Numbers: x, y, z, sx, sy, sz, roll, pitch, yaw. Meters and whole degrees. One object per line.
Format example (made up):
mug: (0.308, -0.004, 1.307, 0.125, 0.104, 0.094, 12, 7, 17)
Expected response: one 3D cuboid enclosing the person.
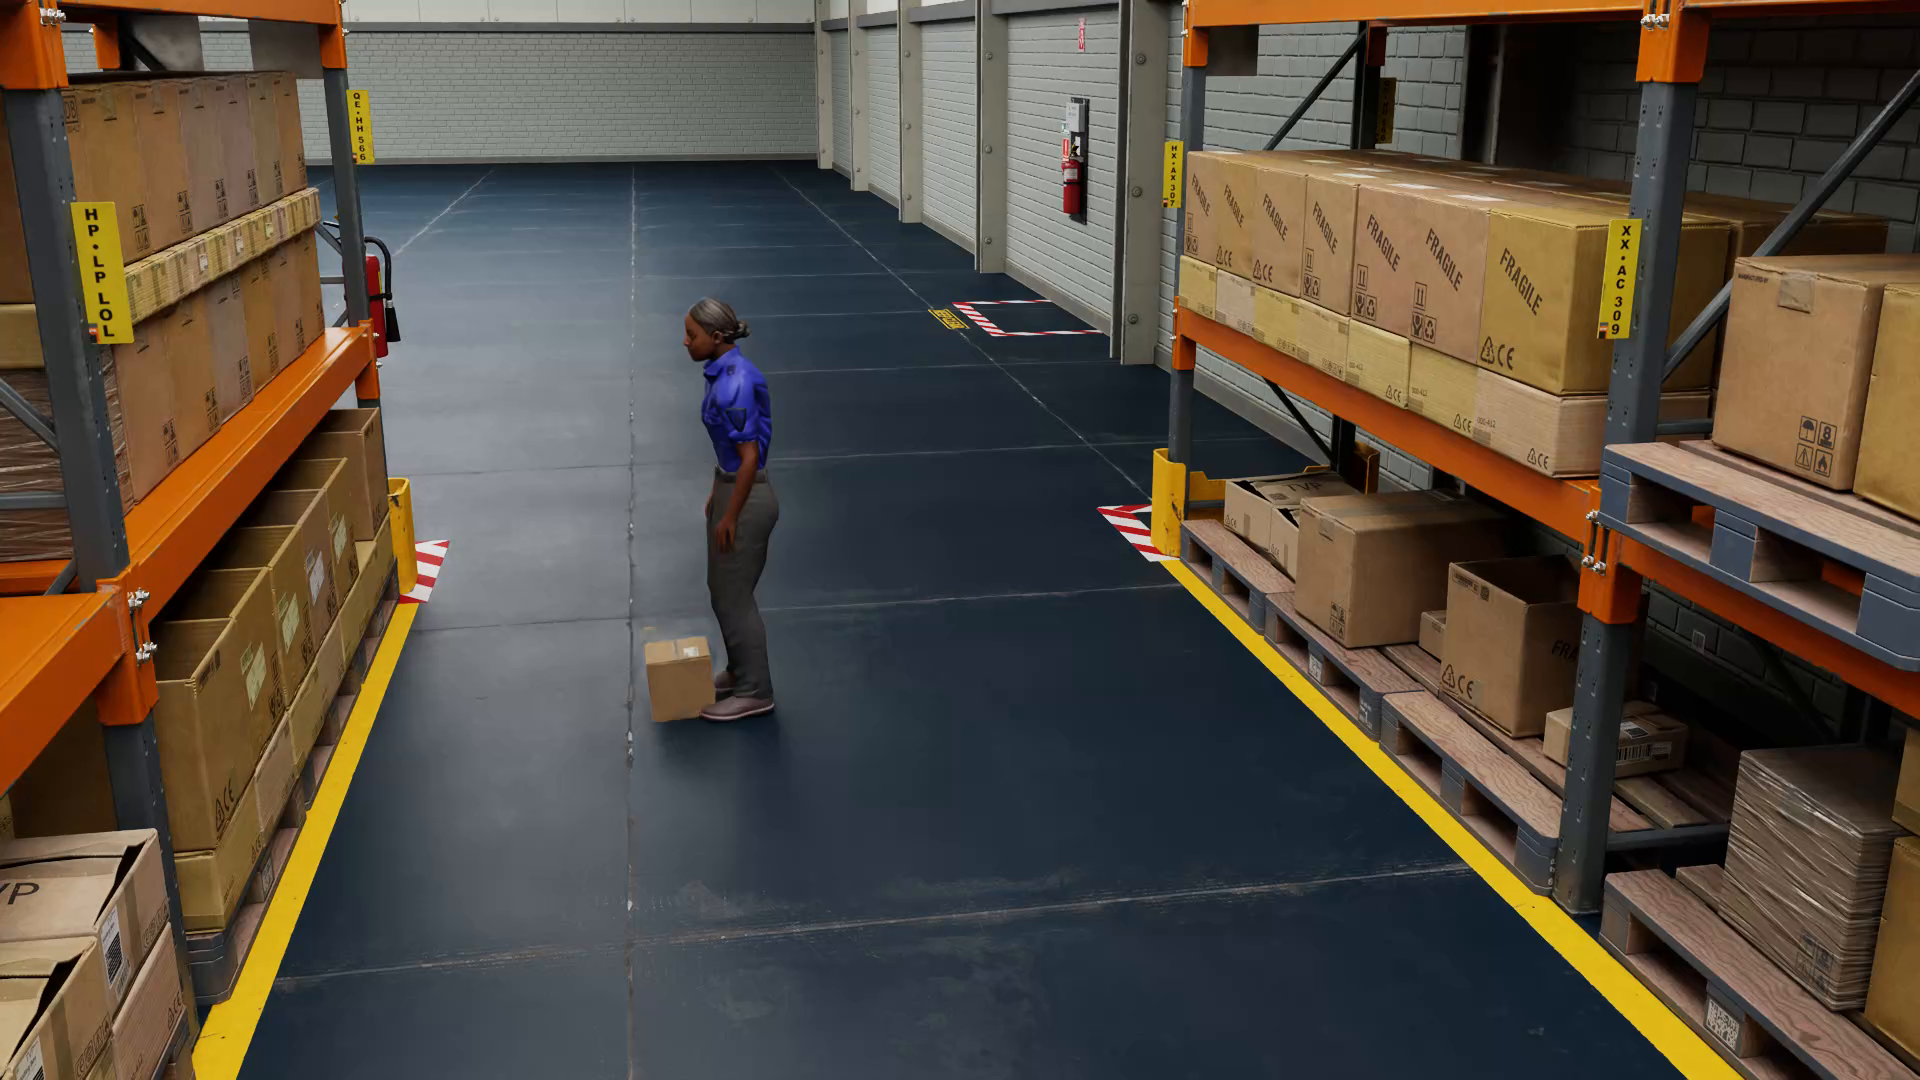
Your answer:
person: (-0.886, -0.124, 6.490, 0.343, 1.641, 0.503, -4, 17, -12)
